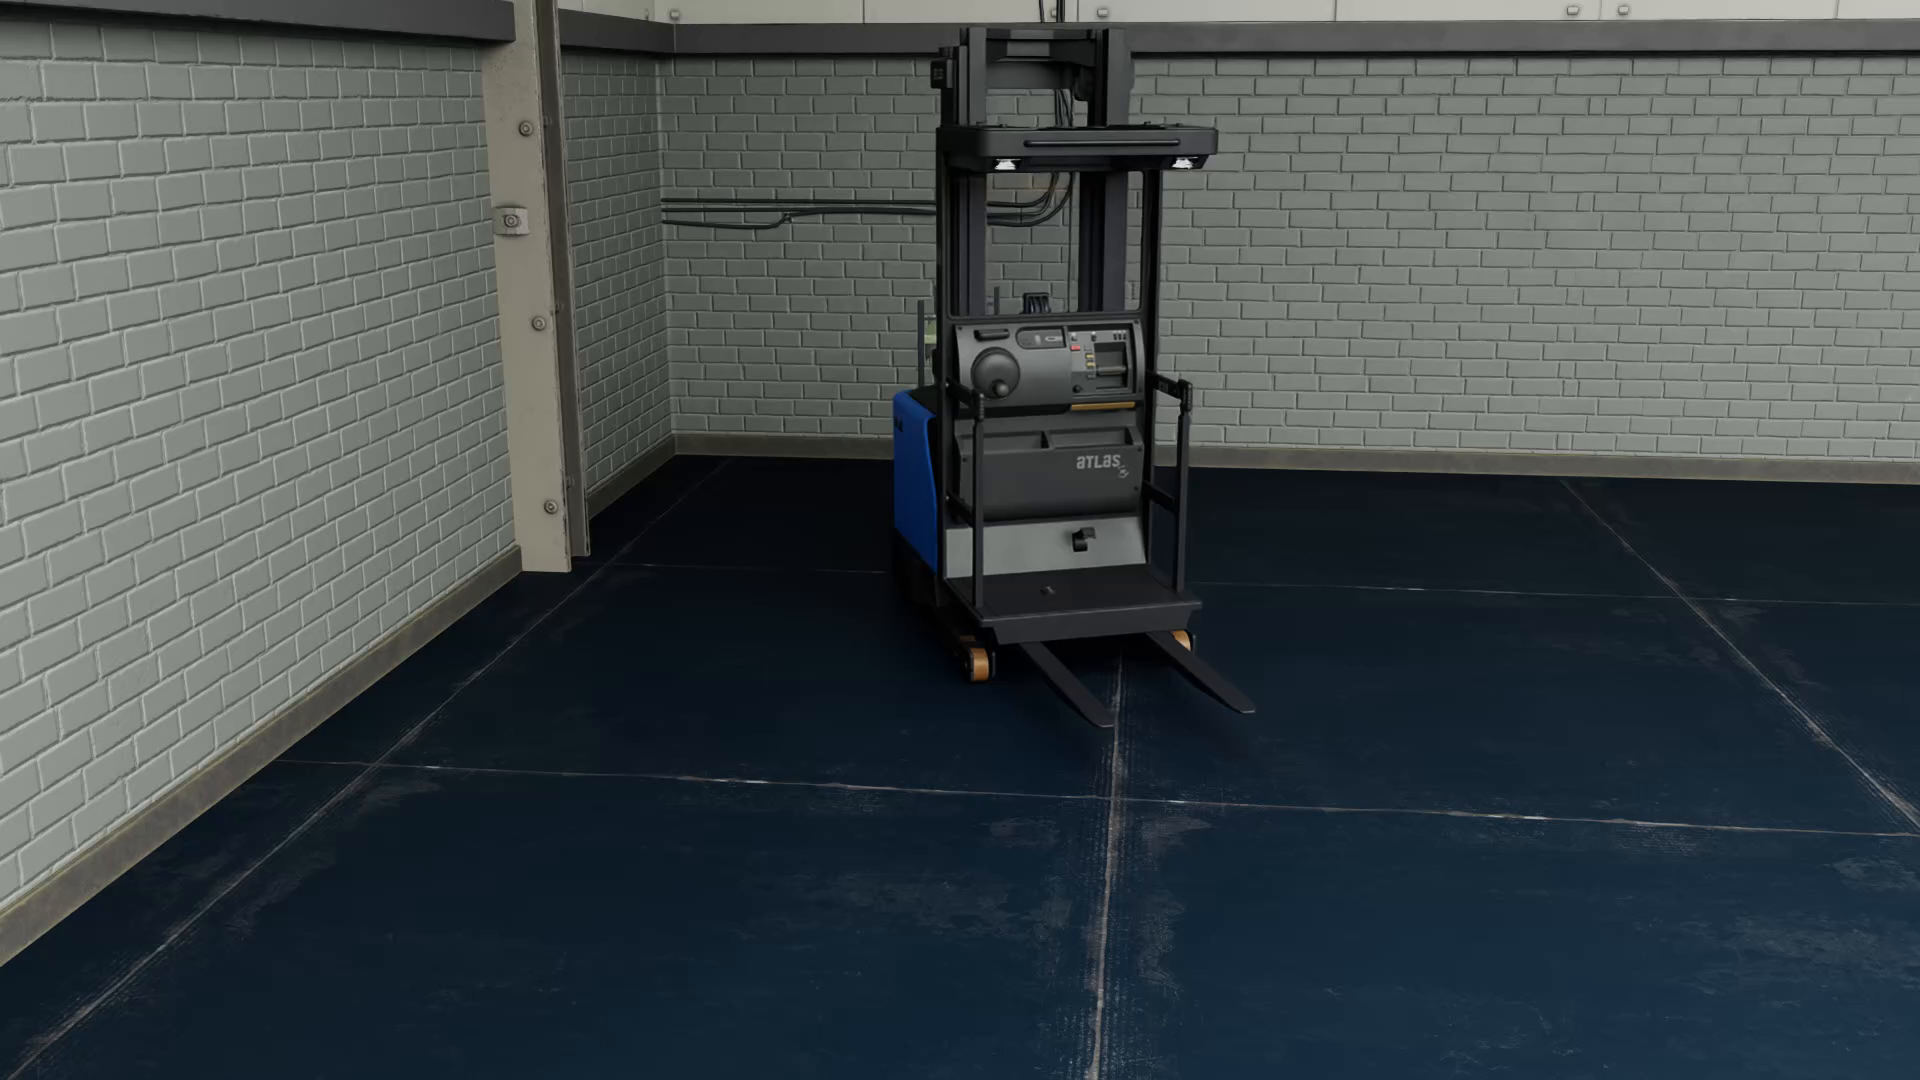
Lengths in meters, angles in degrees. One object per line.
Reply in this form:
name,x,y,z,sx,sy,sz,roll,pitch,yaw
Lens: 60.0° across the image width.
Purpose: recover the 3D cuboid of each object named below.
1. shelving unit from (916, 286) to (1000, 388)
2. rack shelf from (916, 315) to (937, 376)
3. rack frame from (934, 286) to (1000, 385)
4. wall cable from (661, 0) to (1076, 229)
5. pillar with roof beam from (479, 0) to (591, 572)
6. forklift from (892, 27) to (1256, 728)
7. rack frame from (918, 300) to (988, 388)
shelving unit,0.001,-0.726,9.973,0.431,1.500,0.755,2,15,6
rack shelf,0.001,-1.102,9.871,0.431,0.370,0.720,2,15,6
rack frame,0.042,-0.821,10.324,0.400,1.500,0.023,2,15,6
wall cable,-0.717,-3.442,11.601,3.097,2.526,0.112,2,15,6
pillar with roof beam,1.914,-4.089,8.046,9.100,9.000,0.400,2,15,6
forklift,0.490,-0.865,7.745,1.130,2.935,3.031,-4,16,-14
rack frame,-0.041,-0.631,9.622,0.400,1.500,0.023,2,15,6
